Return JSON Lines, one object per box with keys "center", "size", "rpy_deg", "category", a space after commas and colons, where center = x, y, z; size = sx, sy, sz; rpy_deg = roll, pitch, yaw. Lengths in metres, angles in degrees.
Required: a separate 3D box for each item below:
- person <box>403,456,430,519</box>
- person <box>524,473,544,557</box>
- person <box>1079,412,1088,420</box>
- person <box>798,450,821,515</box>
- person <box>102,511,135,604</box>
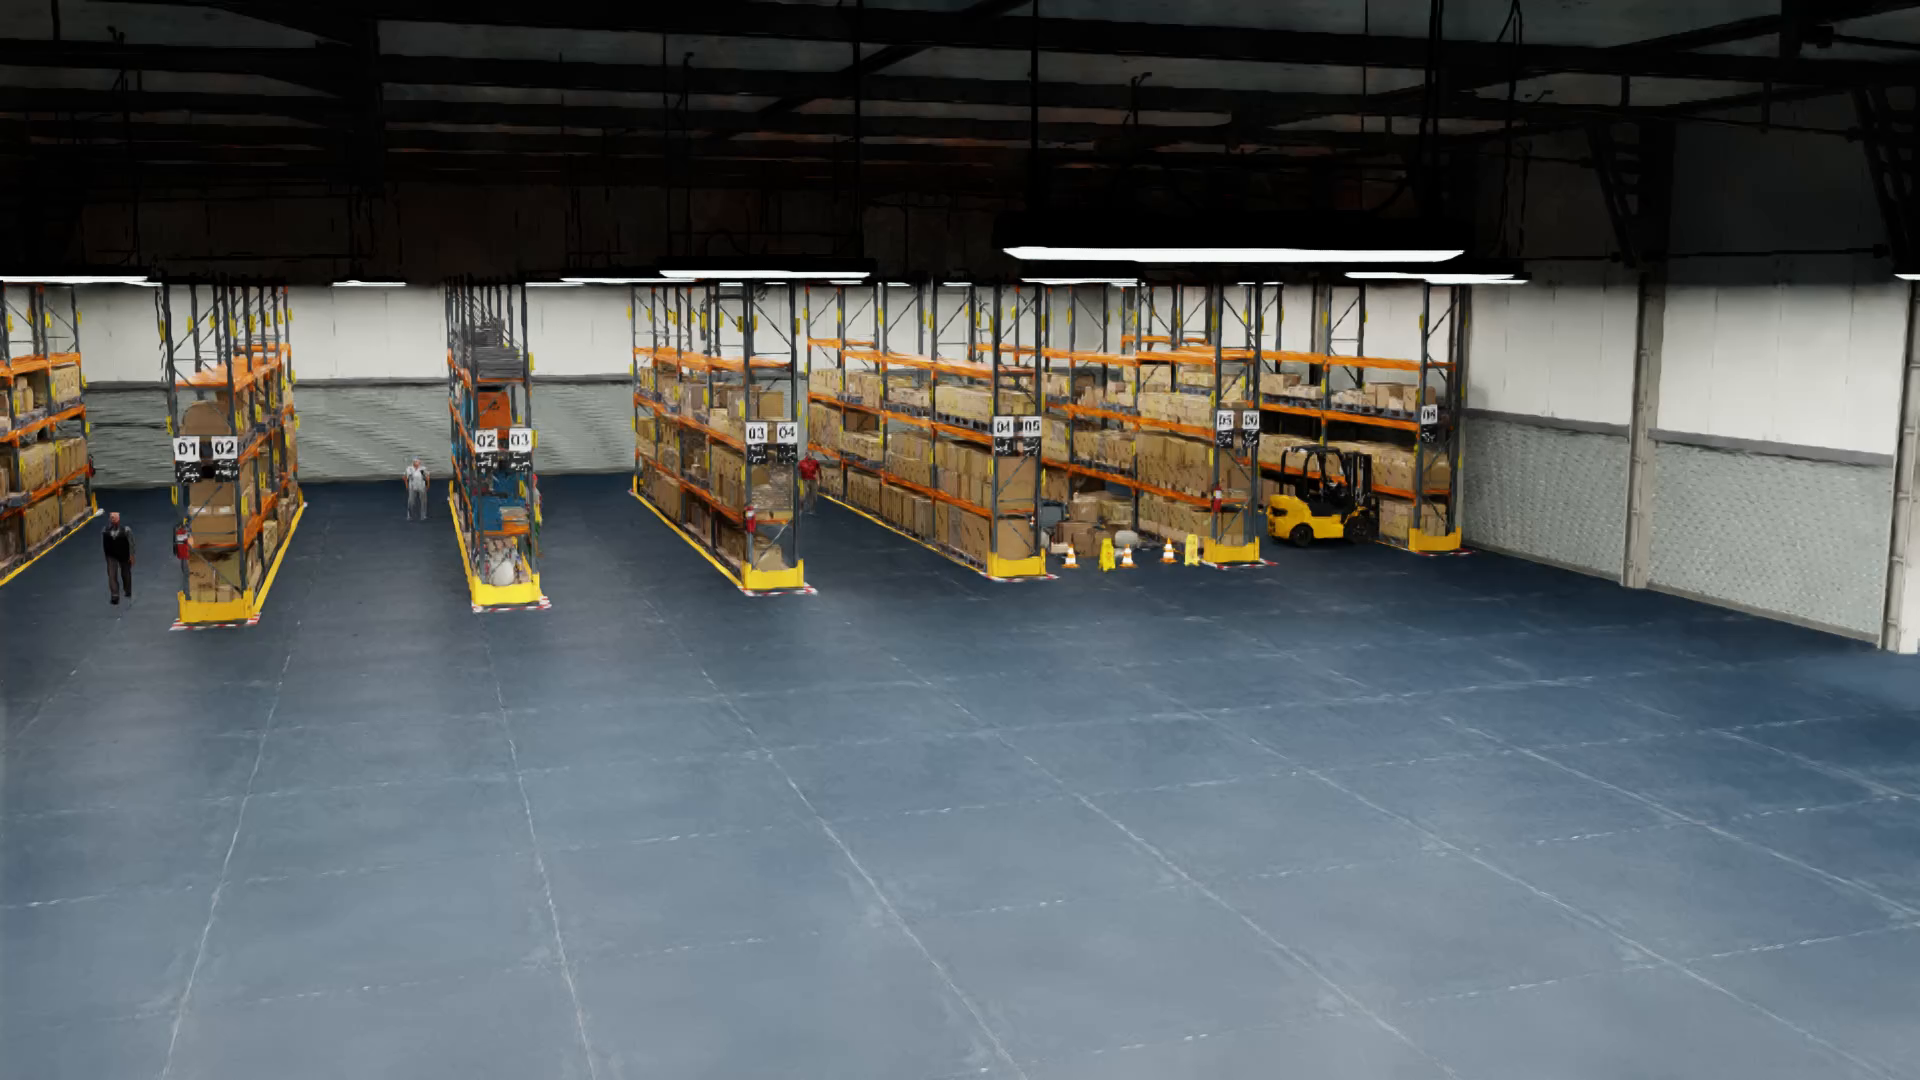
{"center": [-13.503, -1.296, 41.370], "size": [0.625, 1.611, 0.582], "rpy_deg": [-3, 9, -19], "category": "person"}
{"center": [-9.144, -0.553, 35.686], "size": [0.398, 1.786, 0.659], "rpy_deg": [-7, 11, -38], "category": "person"}
{"center": [4.086, -3.350, 54.448], "size": [0.571, 1.738, 0.717], "rpy_deg": [8, 12, 43], "category": "person"}
{"center": [-3.864, -1.463, 42.234], "size": [0.682, 1.676, 0.535], "rpy_deg": [-3, 9, -20], "category": "person"}
{"center": [-15.449, 0.299, 30.579], "size": [0.553, 1.673, 1.030], "rpy_deg": [-3, 9, -19], "category": "person"}
